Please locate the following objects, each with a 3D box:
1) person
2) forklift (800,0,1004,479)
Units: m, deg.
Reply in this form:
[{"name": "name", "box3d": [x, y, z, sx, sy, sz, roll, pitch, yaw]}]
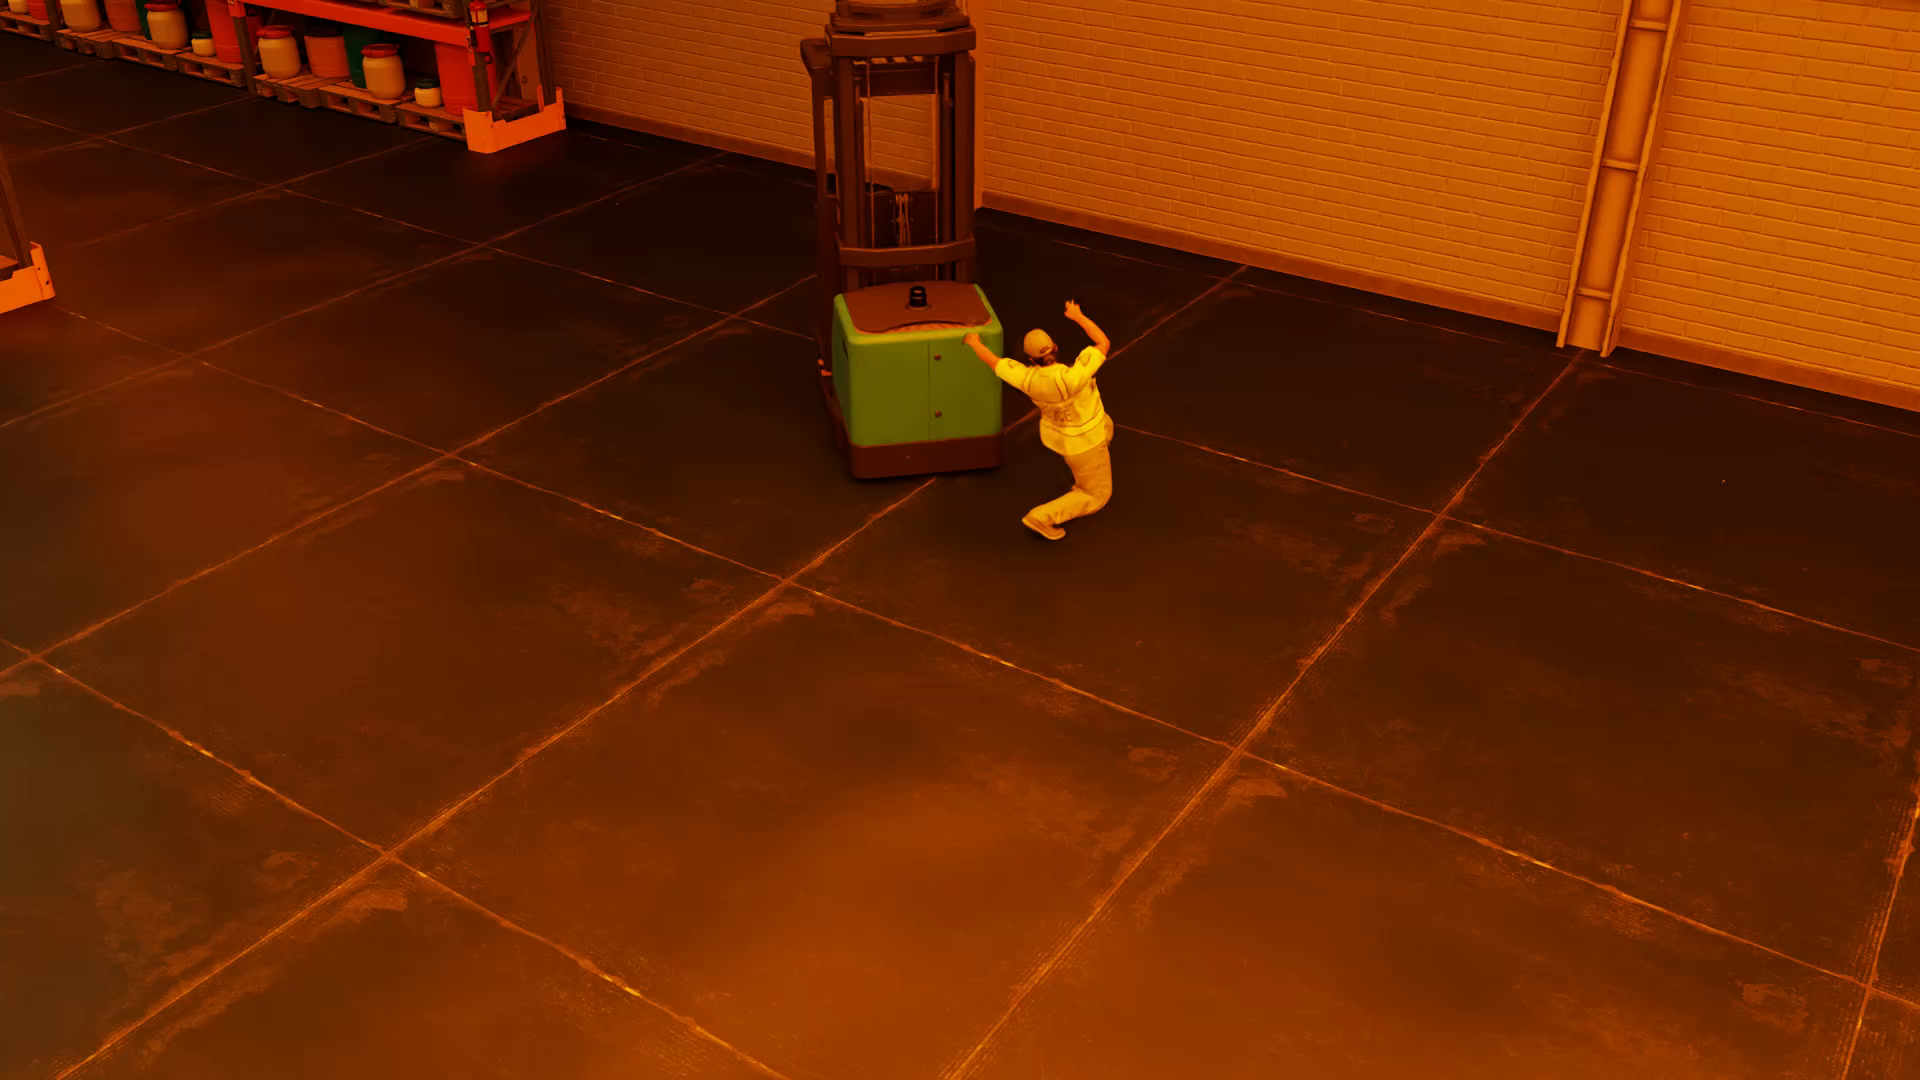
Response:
[{"name": "person", "box3d": [0.585, -0.844, 10.521, 0.815, 1.508, 1.021, -20, 35, -30]}, {"name": "forklift", "box3d": [-0.490, -2.399, 11.713, 1.130, 2.935, 3.031, -6, 31, -10]}]
